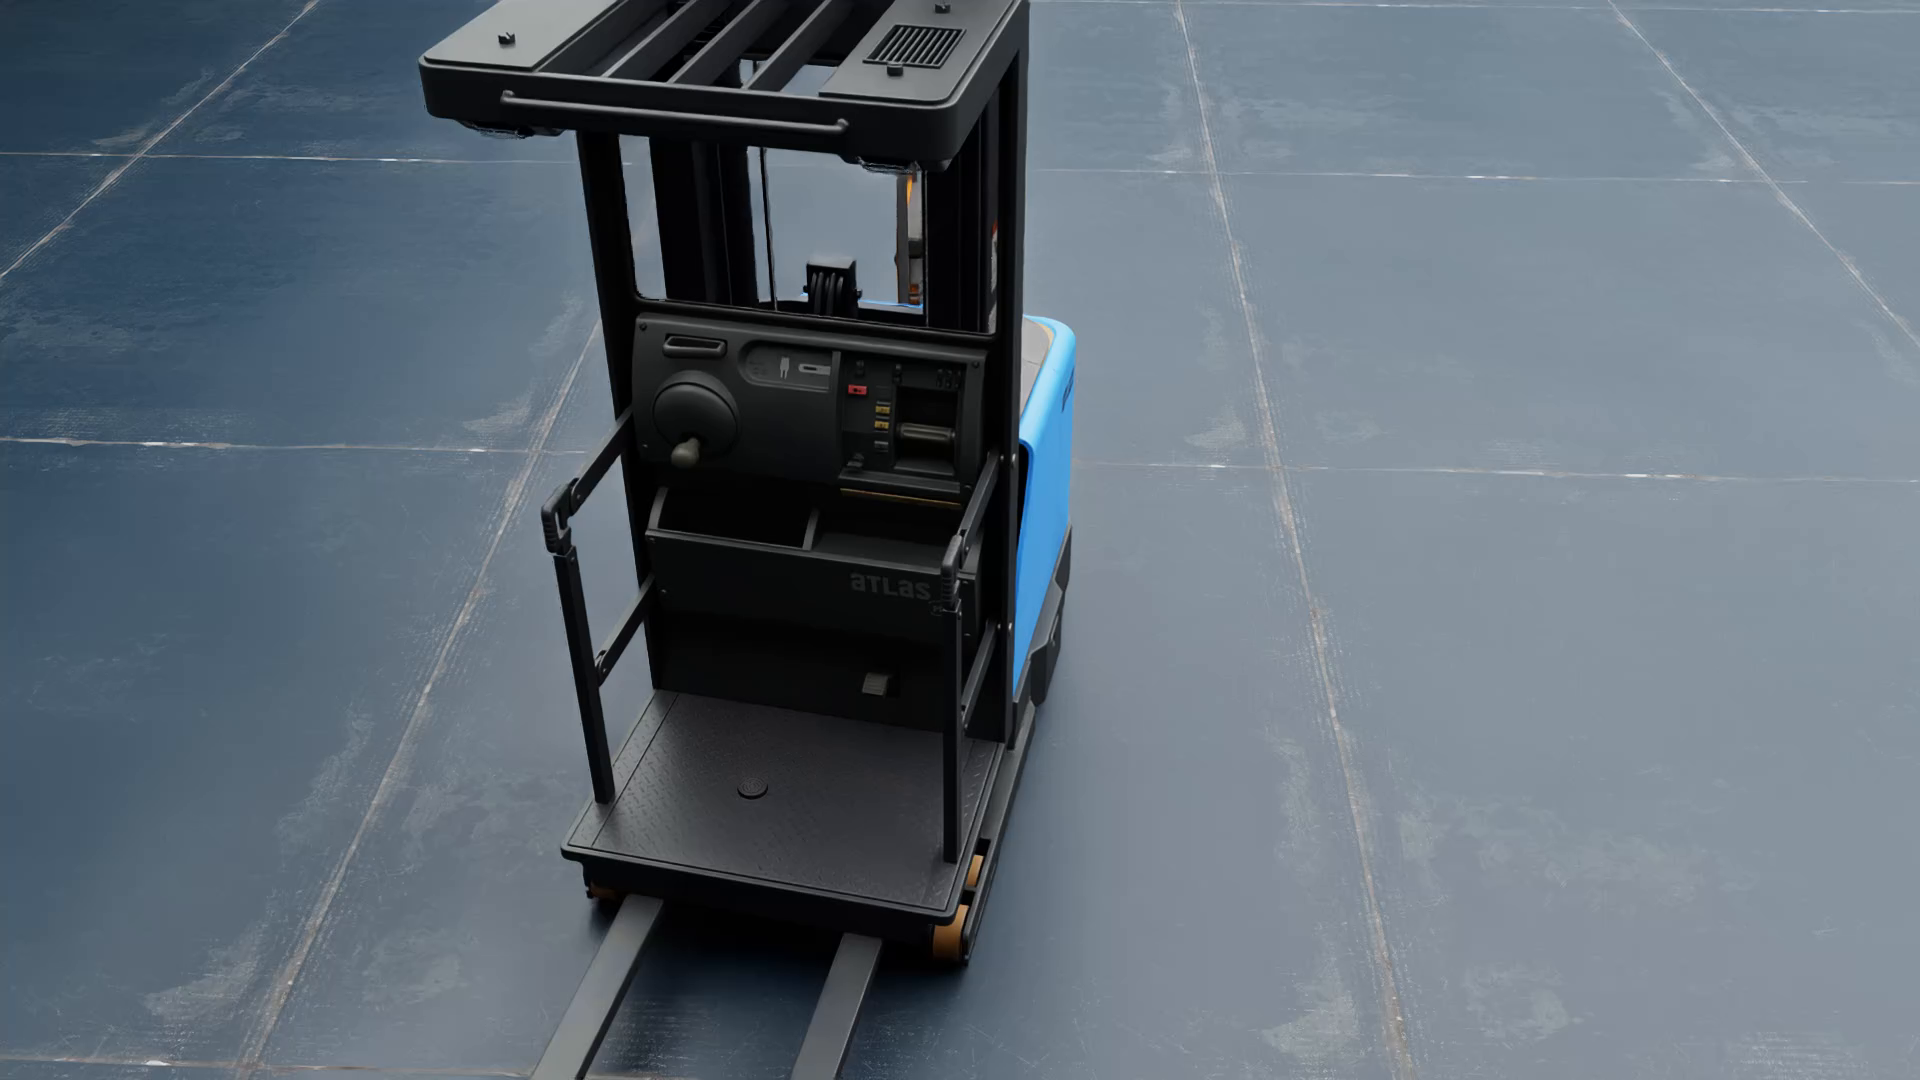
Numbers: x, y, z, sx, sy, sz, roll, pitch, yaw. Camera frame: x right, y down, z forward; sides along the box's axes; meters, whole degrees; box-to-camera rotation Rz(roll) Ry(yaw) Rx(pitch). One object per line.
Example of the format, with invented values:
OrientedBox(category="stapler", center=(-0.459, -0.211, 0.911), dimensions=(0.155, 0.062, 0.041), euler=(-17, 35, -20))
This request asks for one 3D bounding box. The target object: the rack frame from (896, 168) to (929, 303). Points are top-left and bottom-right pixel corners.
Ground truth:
OrientedBox(category="rack frame", center=(-0.003, -0.814, 5.582), dimensions=(0.400, 2.100, 0.015), euler=(1, 35, 2))

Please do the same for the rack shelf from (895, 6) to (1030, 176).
OrientedBox(category="rack shelf", center=(0.007, -1.516, 5.387), dimensions=(0.431, 0.518, 0.480), euler=(1, 35, 2))

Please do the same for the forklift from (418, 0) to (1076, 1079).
OrientedBox(category="forklift", center=(-0.442, -0.276, 4.094), dimensions=(1.130, 2.935, 3.031), euler=(8, 36, 11))

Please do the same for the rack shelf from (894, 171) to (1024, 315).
OrientedBox(category="rack shelf", center=(0.007, -0.943, 5.789), dimensions=(0.431, 0.518, 0.480), euler=(1, 35, 2))

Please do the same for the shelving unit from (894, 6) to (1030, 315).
OrientedBox(category="shelving unit", center=(0.007, -0.954, 5.782), dimensions=(0.431, 2.100, 0.503), euler=(1, 35, 2))

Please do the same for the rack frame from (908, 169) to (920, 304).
OrientedBox(category="rack frame", center=(0.016, -1.094, 5.981), dimensions=(0.400, 2.100, 0.015), euler=(1, 35, 2))
